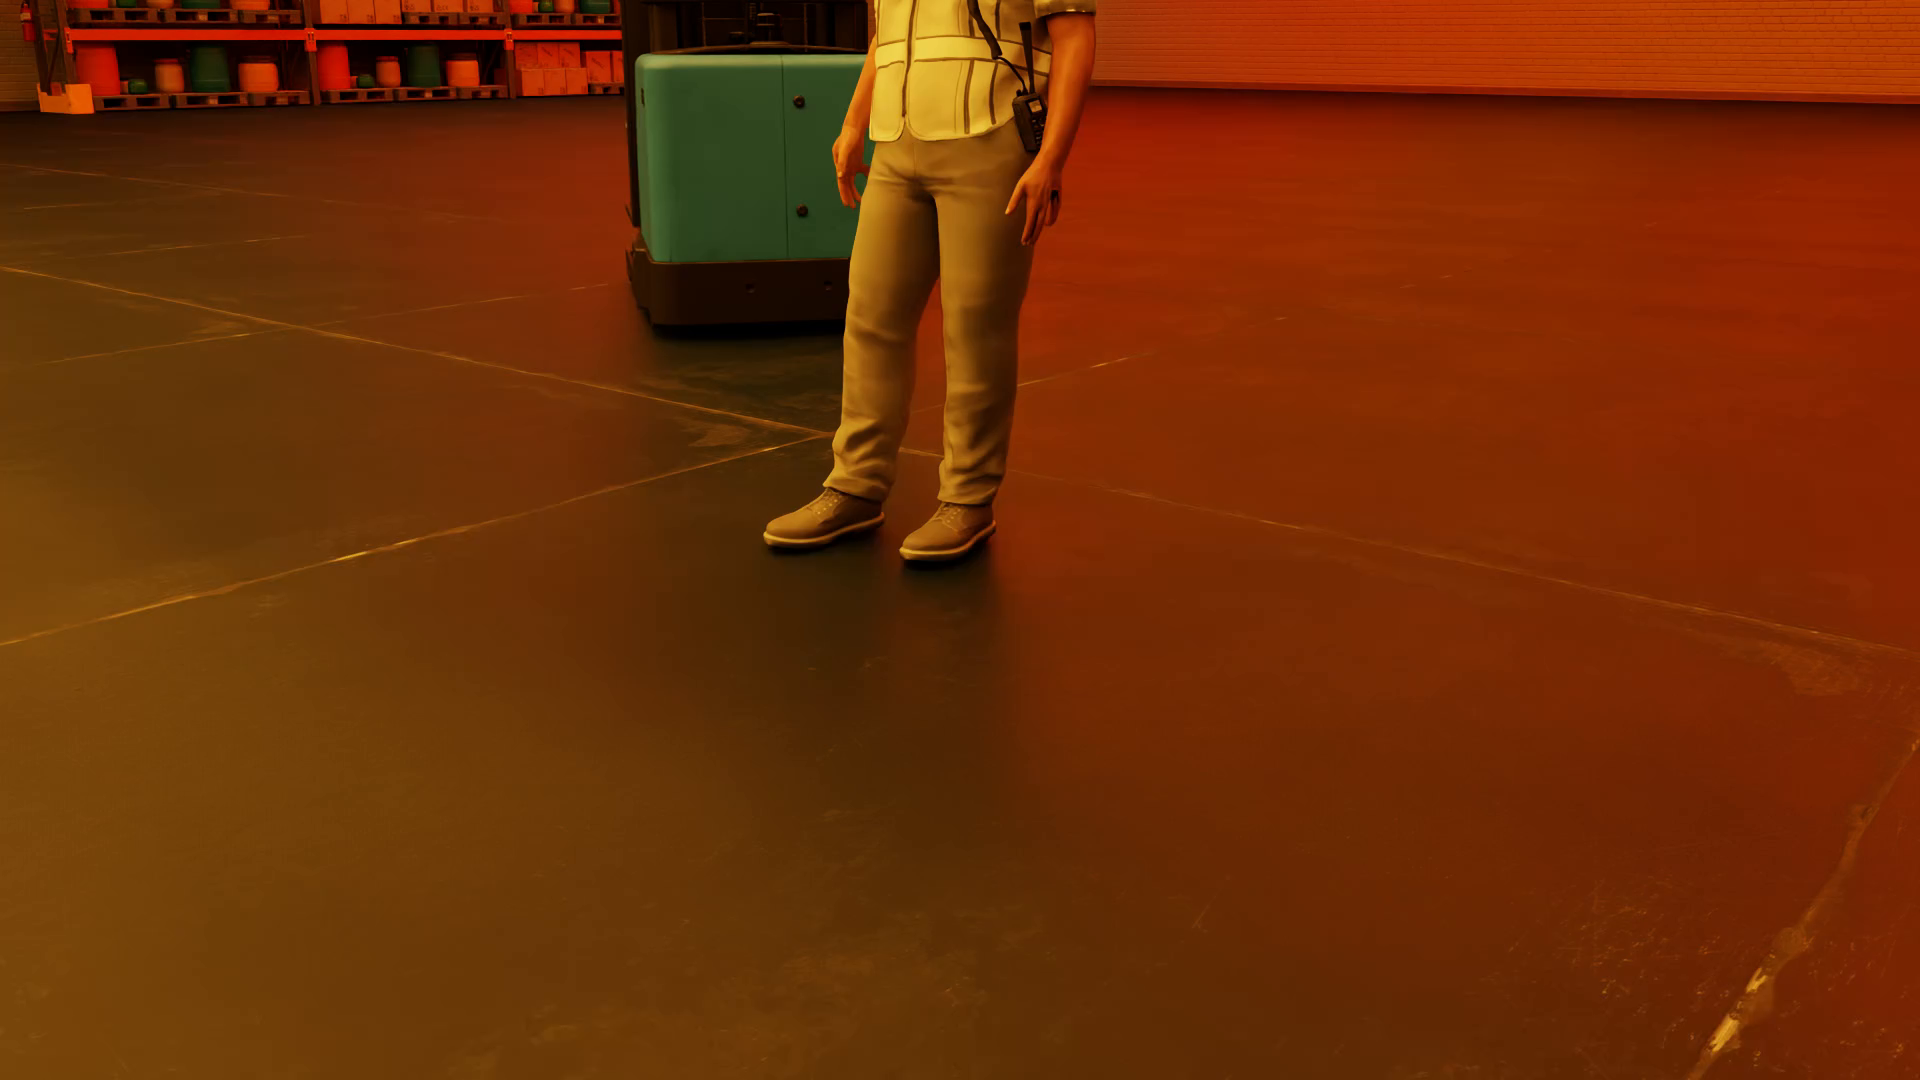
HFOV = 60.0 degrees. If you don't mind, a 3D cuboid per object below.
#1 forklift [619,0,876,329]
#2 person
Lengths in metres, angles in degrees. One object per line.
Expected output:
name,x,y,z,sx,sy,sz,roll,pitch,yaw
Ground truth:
forklift,-1.007,-2.618,7.519,1.130,2.935,3.031,-4,17,-13
person,-0.059,-0.844,3.631,0.640,1.781,0.575,13,21,37
